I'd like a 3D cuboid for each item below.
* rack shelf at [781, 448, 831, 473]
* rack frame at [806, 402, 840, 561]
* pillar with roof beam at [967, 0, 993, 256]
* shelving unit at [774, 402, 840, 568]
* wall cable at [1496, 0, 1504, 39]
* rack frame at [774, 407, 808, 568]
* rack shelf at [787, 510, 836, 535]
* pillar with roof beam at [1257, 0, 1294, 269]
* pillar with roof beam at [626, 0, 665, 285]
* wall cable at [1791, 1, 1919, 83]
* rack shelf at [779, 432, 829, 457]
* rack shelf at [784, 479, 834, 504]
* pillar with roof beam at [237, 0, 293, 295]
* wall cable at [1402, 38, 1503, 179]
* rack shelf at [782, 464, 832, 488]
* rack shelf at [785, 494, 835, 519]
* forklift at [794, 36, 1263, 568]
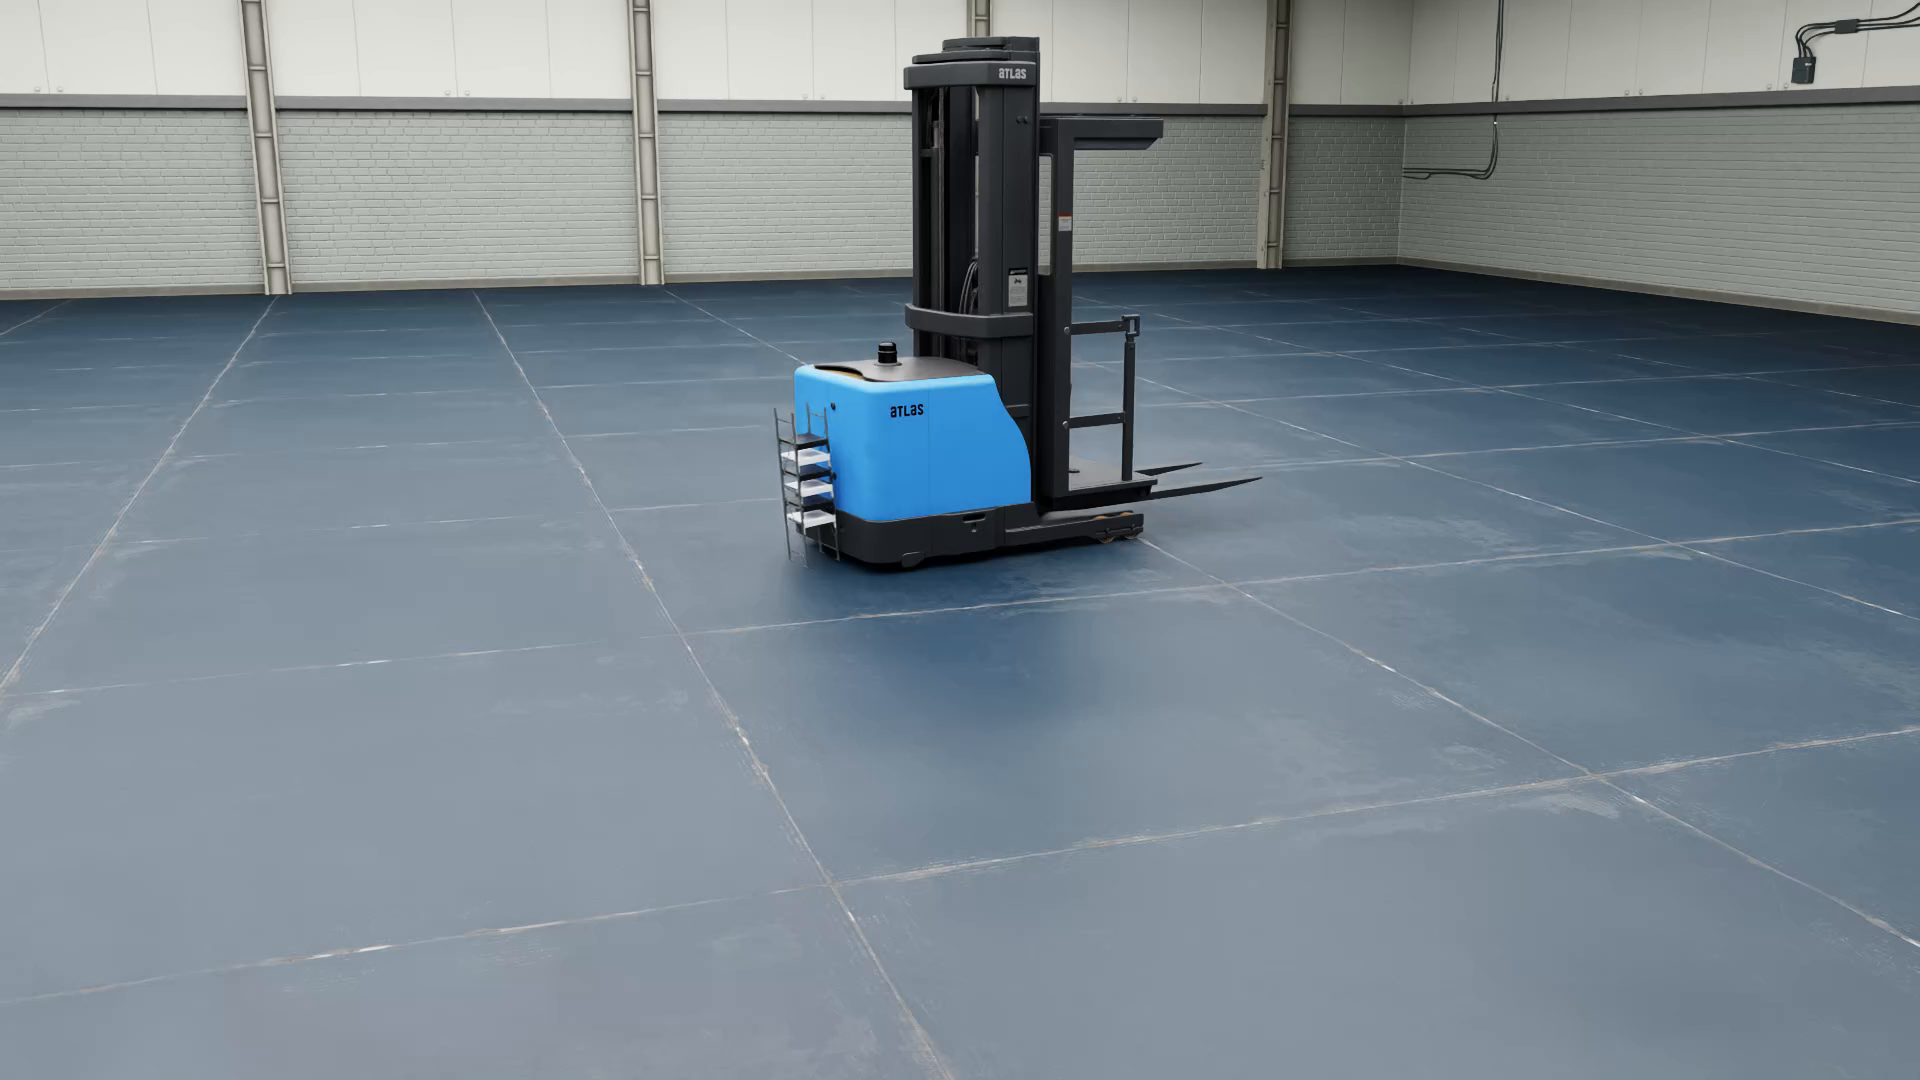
[{"bbox_3d":[-0.883,-0.456,9.452,0.200,0.077,0.258,-13,18,-29],"label":"rack shelf"},{"bbox_3d":[-0.787,-0.335,9.542,0.006,0.900,0.240,-13,18,-29],"label":"rack frame"},{"bbox_3d":[1.726,-8.309,25.627,0.400,9.000,9.100,-4,14,-18],"label":"pillar with roof beam"},{"bbox_3d":[-0.873,-0.315,9.492,0.210,0.900,0.258,-13,18,-29],"label":"shelving unit"},{"bbox_3d":[10.116,-9.976,28.434,0.112,2.526,3.097,-4,14,-18],"label":"wall cable"},{"bbox_3d":[-0.959,-0.295,9.442,0.006,0.900,0.240,-13,18,-29],"label":"rack frame"},{"bbox_3d":[-0.859,-0.110,9.550,0.200,0.077,0.258,-13,18,-29],"label":"rack shelf"},{"bbox_3d":[7.413,-8.752,27.489,0.400,9.000,9.100,-4,14,-18],"label":"pillar with roof beam"},{"bbox_3d":[-3.961,-7.866,23.766,0.400,9.000,9.100,-4,14,-18],"label":"pillar with roof beam"},{"bbox_3d":[12.266,-9.194,22.001,0.169,6.003,2.305,-4,14,-18],"label":"wall cable"},{"bbox_3d":[-0.889,-0.543,9.428,0.200,0.077,0.258,-13,18,-29],"label":"rack shelf"},{"bbox_3d":[-0.871,-0.283,9.501,0.200,0.077,0.258,-13,18,-29],"label":"rack shelf"},{"bbox_3d":[-9.647,-7.423,21.904,0.400,9.000,9.100,-4,14,-18],"label":"pillar with roof beam"},{"bbox_3d":[9.254,-8.113,31.513,0.112,2.526,3.097,-4,14,-18],"label":"wall cable"},{"bbox_3d":[-0.877,-0.370,9.477,0.200,0.077,0.258,-13,18,-29],"label":"rack shelf"},{"bbox_3d":[-0.865,-0.197,9.526,0.200,0.077,0.258,-13,18,-29],"label":"rack shelf"},{"bbox_3d":[0.528,-1.502,10.124,3.031,2.935,1.130,-8,16,-31],"label":"forklift"}]
